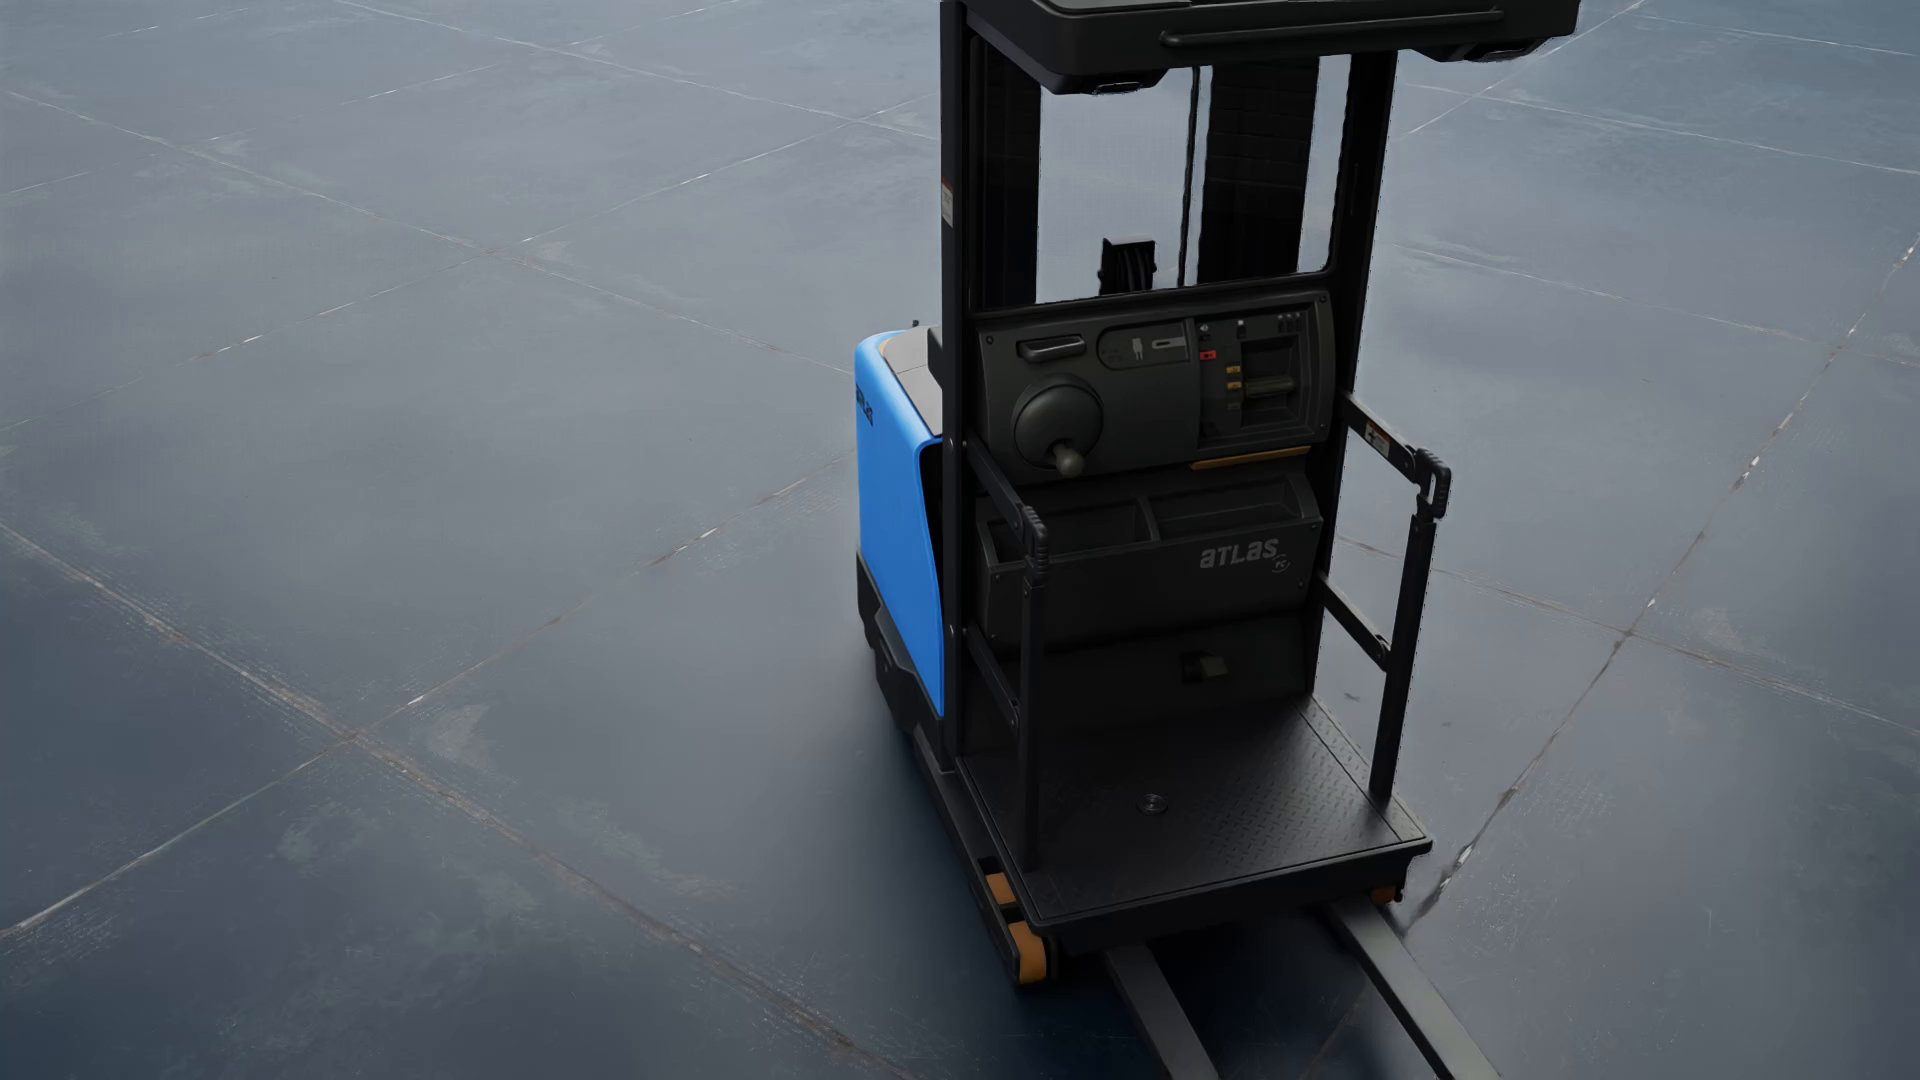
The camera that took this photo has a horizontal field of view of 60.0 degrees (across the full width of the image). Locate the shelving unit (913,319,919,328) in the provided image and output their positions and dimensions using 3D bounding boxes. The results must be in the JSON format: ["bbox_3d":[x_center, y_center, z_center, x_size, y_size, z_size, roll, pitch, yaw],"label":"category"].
[{"bbox_3d":[-0.005,-0.384,6.015,0.258,0.900,0.210,21,37,31],"label":"shelving unit"}]

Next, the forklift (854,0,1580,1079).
[{"bbox_3d":[0.563,-0.337,3.944,1.130,2.935,3.031,-9,32,-14],"label":"forklift"}]

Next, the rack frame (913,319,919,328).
[{"bbox_3d":[-0.066,-0.342,5.945,0.240,0.900,0.006,21,37,31],"label":"rack frame"}]
